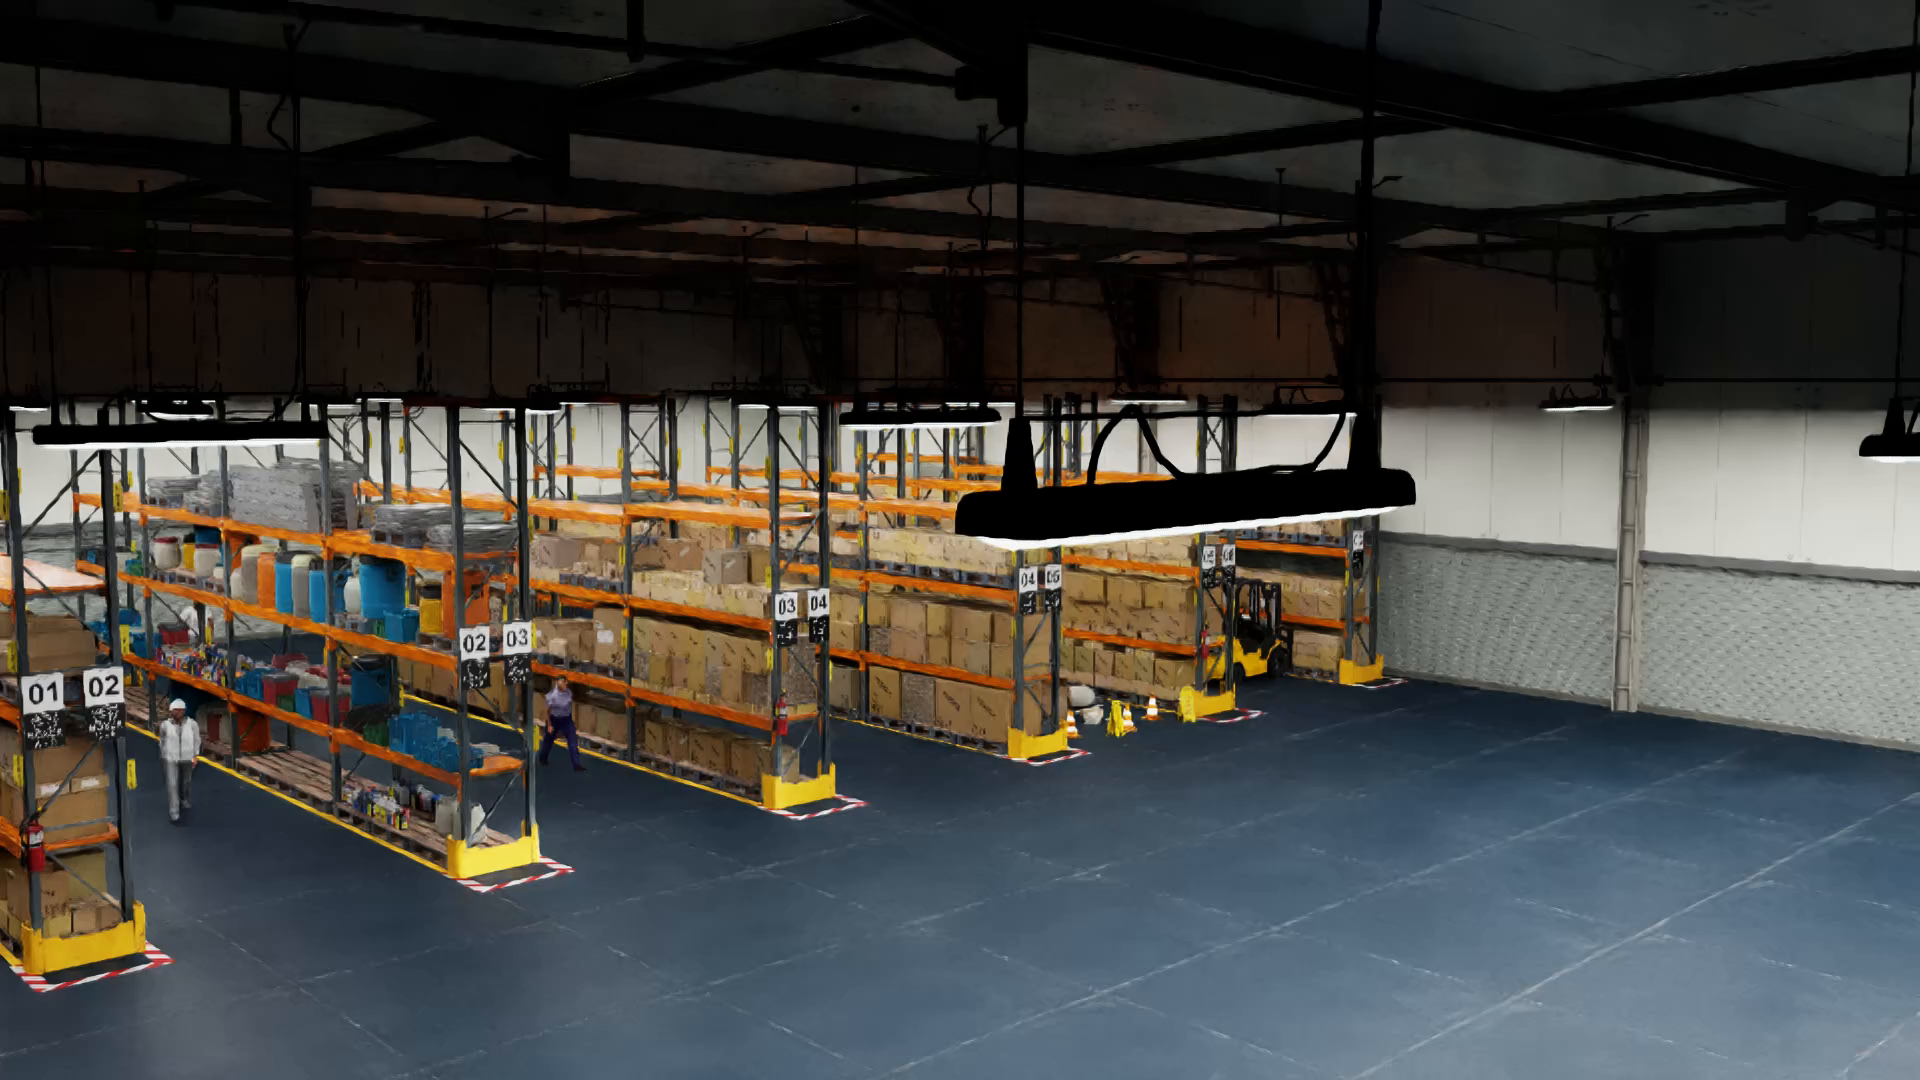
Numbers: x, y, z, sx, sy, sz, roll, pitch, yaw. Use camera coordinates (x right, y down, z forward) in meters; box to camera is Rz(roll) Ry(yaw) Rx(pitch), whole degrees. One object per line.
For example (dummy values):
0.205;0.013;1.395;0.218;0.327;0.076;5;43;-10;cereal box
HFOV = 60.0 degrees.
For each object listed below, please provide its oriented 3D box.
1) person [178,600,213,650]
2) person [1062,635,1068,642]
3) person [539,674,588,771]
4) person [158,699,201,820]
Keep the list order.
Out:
-16.525;2.008;36.001;0.578;1.714;0.719;5;8;44;person
2.456;1.780;38.383;0.545;1.665;0.571;-2;6;-16;person
-6.484;2.937;26.915;0.479;1.567;1.090;-5;7;-41;person
-11.290;3.142;24.086;0.539;1.715;1.031;-4;7;-34;person
